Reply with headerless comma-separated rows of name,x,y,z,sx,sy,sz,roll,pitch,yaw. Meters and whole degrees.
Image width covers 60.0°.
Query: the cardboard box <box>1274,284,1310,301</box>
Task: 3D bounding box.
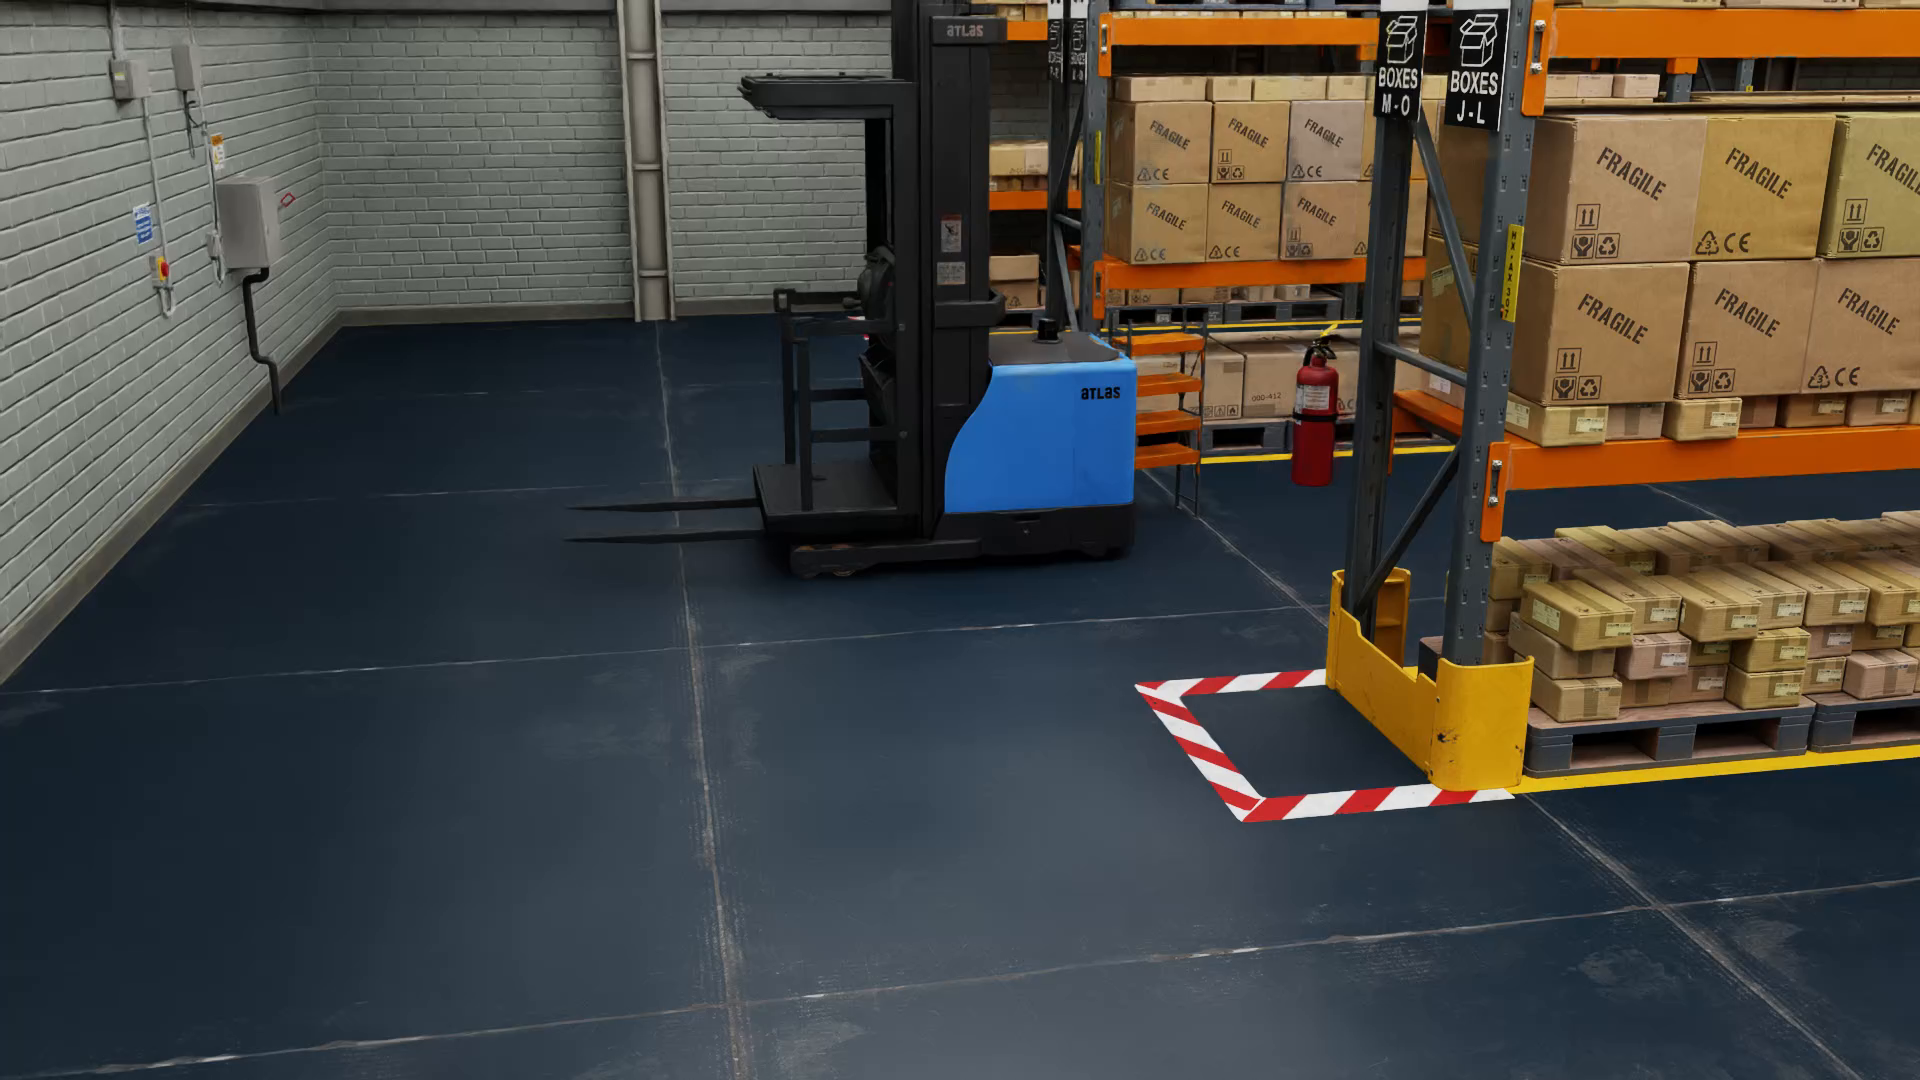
cardboard box,3.244,-2.456,16.341,0.250,0.149,0.380,-4,17,-12

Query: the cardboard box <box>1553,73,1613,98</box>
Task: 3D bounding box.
cardboard box,4.159,-3.047,11.145,0.250,0.149,0.380,-3,17,-9

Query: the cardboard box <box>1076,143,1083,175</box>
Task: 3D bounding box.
cardboard box,1.296,-3.587,15.629,0.500,0.250,0.500,-4,17,-11

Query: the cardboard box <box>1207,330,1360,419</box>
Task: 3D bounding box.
cardboard box,2.279,-1.176,11.679,0.875,0.438,0.875,-3,17,-9

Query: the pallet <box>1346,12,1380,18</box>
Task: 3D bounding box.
pallet,4.389,-5.094,16.000,1.003,0.211,1.213,-3,17,-10

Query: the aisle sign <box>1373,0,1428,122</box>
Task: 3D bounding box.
aisle sign,1.663,-1.984,6.236,0.004,0.787,0.394,-3,17,-10

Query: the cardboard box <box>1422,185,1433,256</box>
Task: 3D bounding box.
cardboard box,3.278,-2.189,11.160,0.500,0.500,0.500,-4,17,-11

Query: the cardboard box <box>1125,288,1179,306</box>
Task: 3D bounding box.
cardboard box,1.811,-2.561,16.083,0.500,0.500,0.500,-3,17,-9

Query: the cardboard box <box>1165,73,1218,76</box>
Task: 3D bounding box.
cardboard box,1.550,-3.054,11.168,0.250,0.149,0.380,-3,17,-11

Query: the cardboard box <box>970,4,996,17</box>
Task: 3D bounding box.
cardboard box,0.165,-4.776,15.071,0.250,0.149,0.380,-3,17,-9

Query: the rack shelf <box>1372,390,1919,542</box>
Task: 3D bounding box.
rack shelf,3.755,-0.427,6.818,4.000,0.370,1.077,-3,17,-10

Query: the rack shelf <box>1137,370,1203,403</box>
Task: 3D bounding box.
rack shelf,1.120,-0.859,9.531,0.480,0.148,0.258,-8,19,-23

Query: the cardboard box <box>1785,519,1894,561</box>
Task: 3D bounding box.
cardboard box,3.802,0.035,7.217,0.250,0.149,0.380,-3,17,-10

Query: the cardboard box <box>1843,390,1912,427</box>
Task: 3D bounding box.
cardboard box,3.435,-0.556,6.441,0.250,0.149,0.380,-4,17,-12

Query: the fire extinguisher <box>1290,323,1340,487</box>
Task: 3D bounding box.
fire extinguisher,1.456,-0.563,6.803,0.183,0.674,0.296,-3,17,-10

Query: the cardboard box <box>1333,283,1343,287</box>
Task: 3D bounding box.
cardboard box,4.161,-2.853,17.032,0.500,0.500,0.500,-3,17,-11

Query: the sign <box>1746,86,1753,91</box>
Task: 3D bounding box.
sign,7.775,-4.317,16.420,0.005,0.325,0.100,-3,17,-10

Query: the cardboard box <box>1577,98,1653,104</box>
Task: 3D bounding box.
cardboard box,4.269,-2.723,11.196,0.500,0.500,0.500,-3,17,-11

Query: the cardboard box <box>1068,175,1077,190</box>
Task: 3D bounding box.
cardboard box,0.935,-3.379,15.632,0.250,0.149,0.380,-3,17,-9

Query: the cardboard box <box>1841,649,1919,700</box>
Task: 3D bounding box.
cardboard box,3.616,0.499,6.719,0.250,0.149,0.380,-4,18,-13

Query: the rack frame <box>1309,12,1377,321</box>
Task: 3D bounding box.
rack frame,3.735,-3.734,16.360,0.127,3.000,1.000,-3,17,-10

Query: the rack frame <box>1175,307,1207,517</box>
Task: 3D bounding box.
rack frame,1.343,-0.739,9.673,0.015,1.200,0.240,-8,19,-23

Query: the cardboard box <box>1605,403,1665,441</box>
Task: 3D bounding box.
cardboard box,2.414,-0.489,6.222,0.250,0.149,0.380,-3,17,-8

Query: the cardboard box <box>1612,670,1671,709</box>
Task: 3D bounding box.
cardboard box,2.608,0.528,6.625,0.250,0.149,0.380,-3,17,-11

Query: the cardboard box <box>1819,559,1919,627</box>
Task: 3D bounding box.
cardboard box,3.659,0.208,6.652,0.250,0.149,0.380,-3,17,-10

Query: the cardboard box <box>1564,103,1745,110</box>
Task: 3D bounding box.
cardboard box,2.691,-1.453,6.552,0.500,0.500,0.500,-4,17,-12

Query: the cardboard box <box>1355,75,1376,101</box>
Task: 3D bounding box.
cardboard box,2.685,-2.931,10.766,0.250,0.149,0.380,-4,17,-12

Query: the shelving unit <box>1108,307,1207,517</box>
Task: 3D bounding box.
shelving unit,1.120,-0.709,9.577,0.503,1.200,0.258,-8,19,-23

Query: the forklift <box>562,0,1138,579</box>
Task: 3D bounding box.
forklift,-0.619,-1.367,8.772,3.031,2.935,1.130,-3,17,-10

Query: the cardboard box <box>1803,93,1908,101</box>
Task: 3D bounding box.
cardboard box,6.154,-2.834,11.558,0.500,0.500,0.500,-4,17,-12

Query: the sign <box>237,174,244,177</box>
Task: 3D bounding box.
sign,-5.331,-2.459,12.371,0.001,0.494,0.329,-3,17,-10

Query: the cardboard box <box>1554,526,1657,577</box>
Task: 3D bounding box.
cardboard box,2.751,0.067,7.111,0.250,0.149,0.380,-4,17,-12

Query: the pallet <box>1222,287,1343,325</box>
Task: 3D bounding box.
pallet,3.061,-2.363,16.646,1.213,0.211,1.003,-3,17,-10

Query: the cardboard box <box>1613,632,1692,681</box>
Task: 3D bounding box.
cardboard box,2.634,0.406,6.513,0.250,0.149,0.380,-3,17,-11

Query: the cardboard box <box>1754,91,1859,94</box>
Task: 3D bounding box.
cardboard box,6.079,-2.980,12.032,0.500,0.500,0.500,-3,17,-9

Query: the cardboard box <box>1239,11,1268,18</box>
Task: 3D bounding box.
cardboard box,2.690,-4.905,15.492,0.250,0.149,0.380,-3,17,-11

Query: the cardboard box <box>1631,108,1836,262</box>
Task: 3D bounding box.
cardboard box,2.777,-1.306,6.074,0.500,0.500,0.500,-3,17,-9

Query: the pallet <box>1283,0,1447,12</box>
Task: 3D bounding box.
pallet,2.680,-3.585,10.918,1.213,0.211,1.003,-3,17,-10

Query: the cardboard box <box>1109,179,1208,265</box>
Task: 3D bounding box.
cardboard box,1.279,-2.072,10.780,0.500,0.500,0.500,-3,17,-11

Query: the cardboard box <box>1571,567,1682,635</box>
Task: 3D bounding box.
cardboard box,2.618,0.237,6.558,0.250,0.149,0.380,-3,17,-9

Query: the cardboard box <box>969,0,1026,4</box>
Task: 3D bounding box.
cardboard box,0.295,-4.962,14.997,0.500,0.250,0.500,-3,17,-11

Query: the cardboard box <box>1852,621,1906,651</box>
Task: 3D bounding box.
cardboard box,3.631,0.315,6.811,0.250,0.149,0.380,-2,17,-8

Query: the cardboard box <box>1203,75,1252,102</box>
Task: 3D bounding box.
cardboard box,1.675,-2.873,10.579,0.250,0.149,0.380,-3,17,-9

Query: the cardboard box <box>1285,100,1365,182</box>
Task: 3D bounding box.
cardboard box,2.288,-2.613,10.836,0.500,0.500,0.500,-3,17,-11

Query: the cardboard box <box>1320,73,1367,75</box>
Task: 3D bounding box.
cardboard box,2.571,-3.090,11.286,0.250,0.149,0.380,-3,17,-9

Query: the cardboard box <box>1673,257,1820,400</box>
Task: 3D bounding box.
cardboard box,2.805,-0.832,6.234,0.500,0.500,0.500,-3,17,-10

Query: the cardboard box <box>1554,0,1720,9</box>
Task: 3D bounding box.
cardboard box,2.281,-1.973,5.772,0.500,0.250,0.500,-3,17,-8

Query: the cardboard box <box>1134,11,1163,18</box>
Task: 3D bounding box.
cardboard box,1.688,-4.833,15.258,0.250,0.149,0.380,-3,17,-10

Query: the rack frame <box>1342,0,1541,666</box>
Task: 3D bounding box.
rack frame,1.791,-0.659,6.349,0.127,3.000,1.000,-3,17,-10
